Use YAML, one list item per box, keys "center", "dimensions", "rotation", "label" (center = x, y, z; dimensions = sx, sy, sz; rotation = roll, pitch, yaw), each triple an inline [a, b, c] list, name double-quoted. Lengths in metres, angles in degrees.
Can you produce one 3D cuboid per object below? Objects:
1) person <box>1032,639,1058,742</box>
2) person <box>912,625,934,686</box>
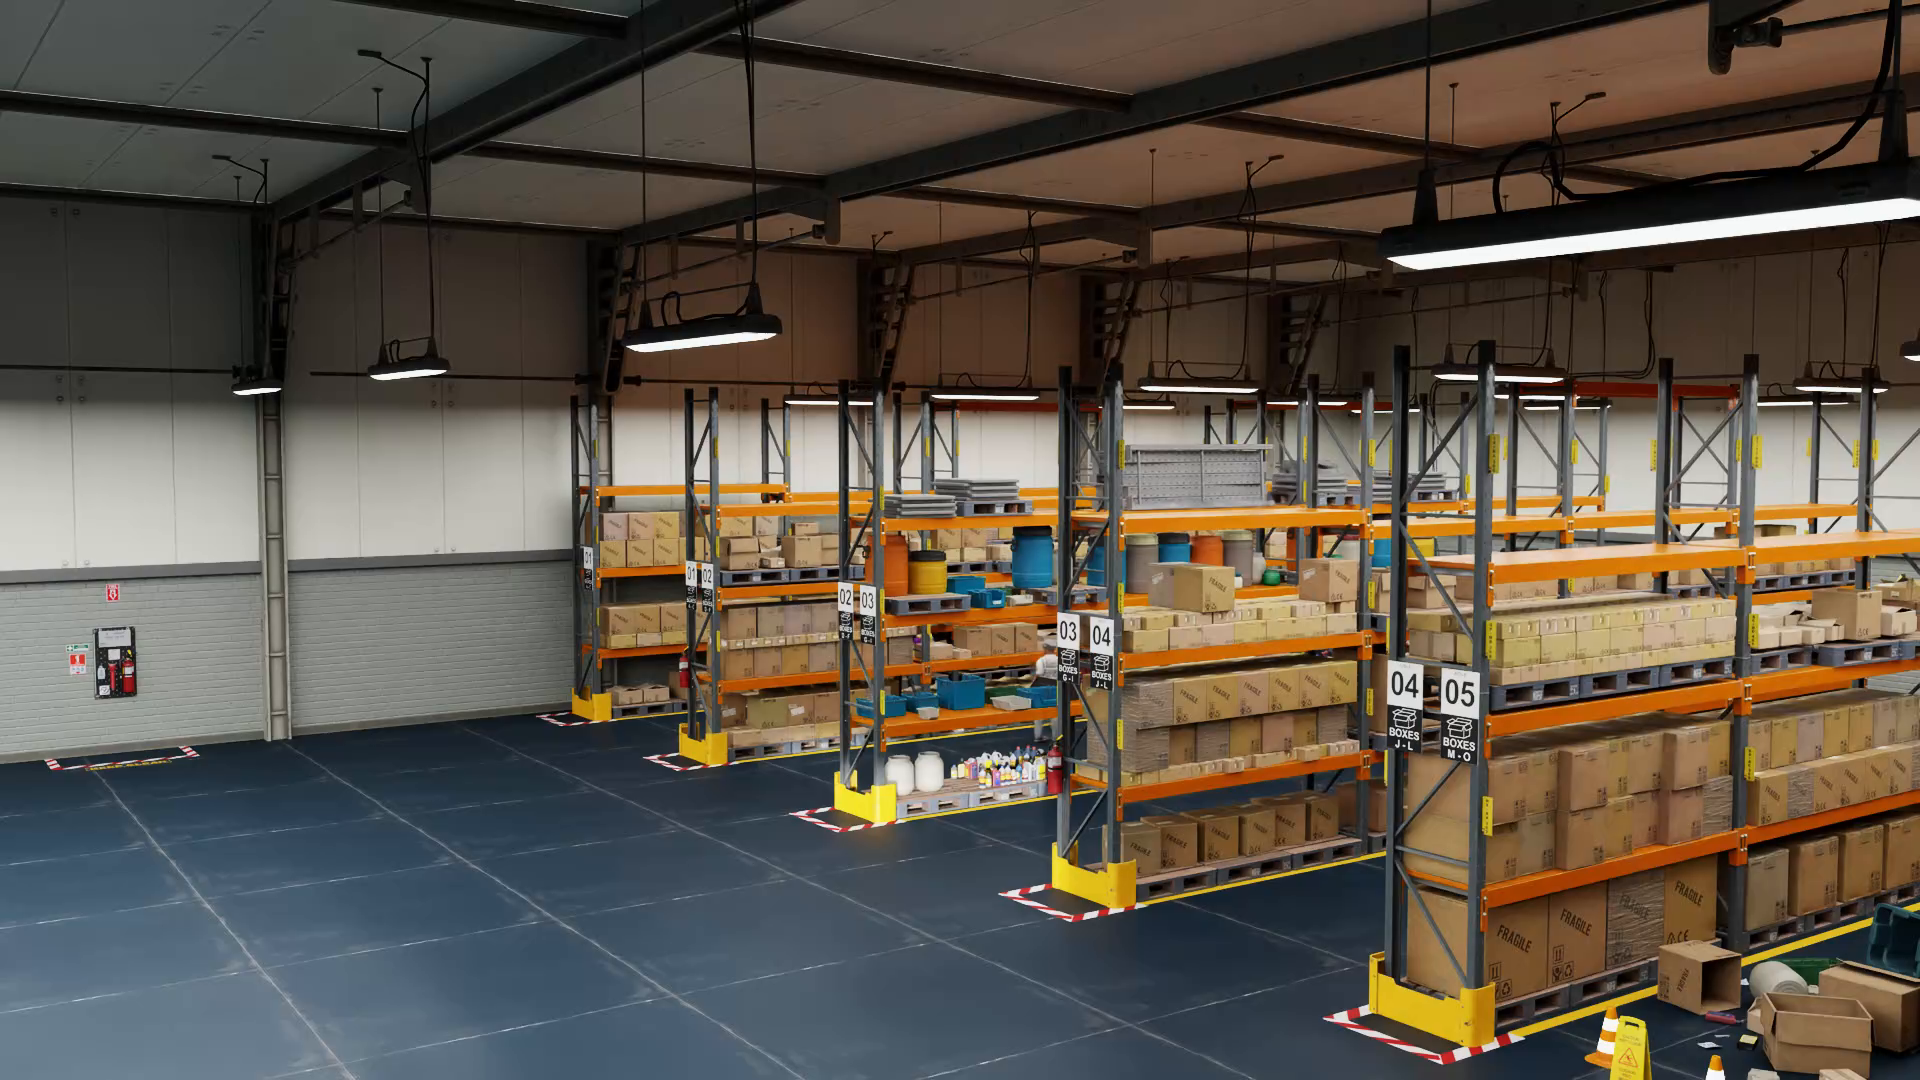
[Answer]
- center: [1.499, 2.570, 28.450]
  dimensions: [0.538, 1.782, 0.469]
  rotation: [-1, 3, -9]
  label: "person"
- center: [-0.763, 2.377, 31.584]
  dimensions: [0.457, 1.768, 0.630]
  rotation: [2, 4, 35]
  label: "person"
